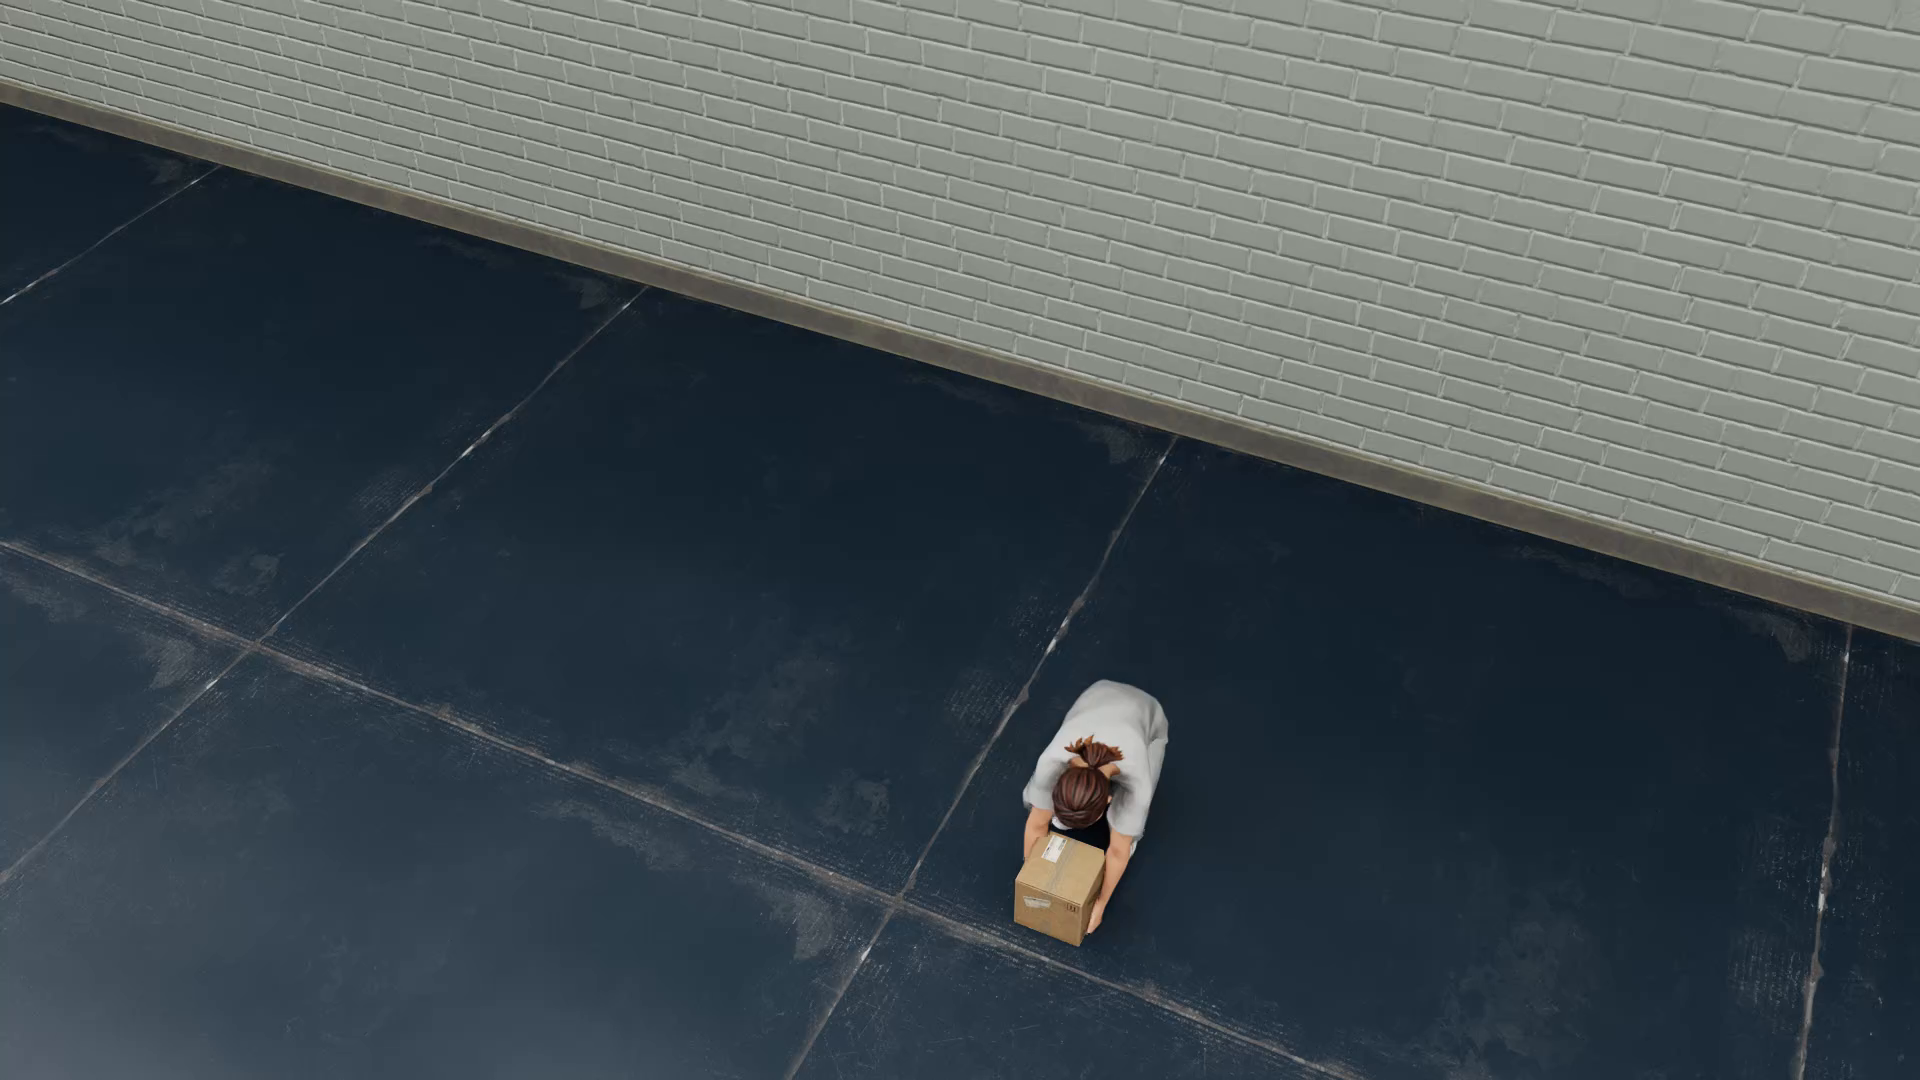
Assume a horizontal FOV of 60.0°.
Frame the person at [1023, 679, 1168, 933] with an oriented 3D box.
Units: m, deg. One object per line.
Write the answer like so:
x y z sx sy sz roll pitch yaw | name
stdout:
0.485 0.869 5.924 0.470 0.803 0.819 17 45 18 | person
